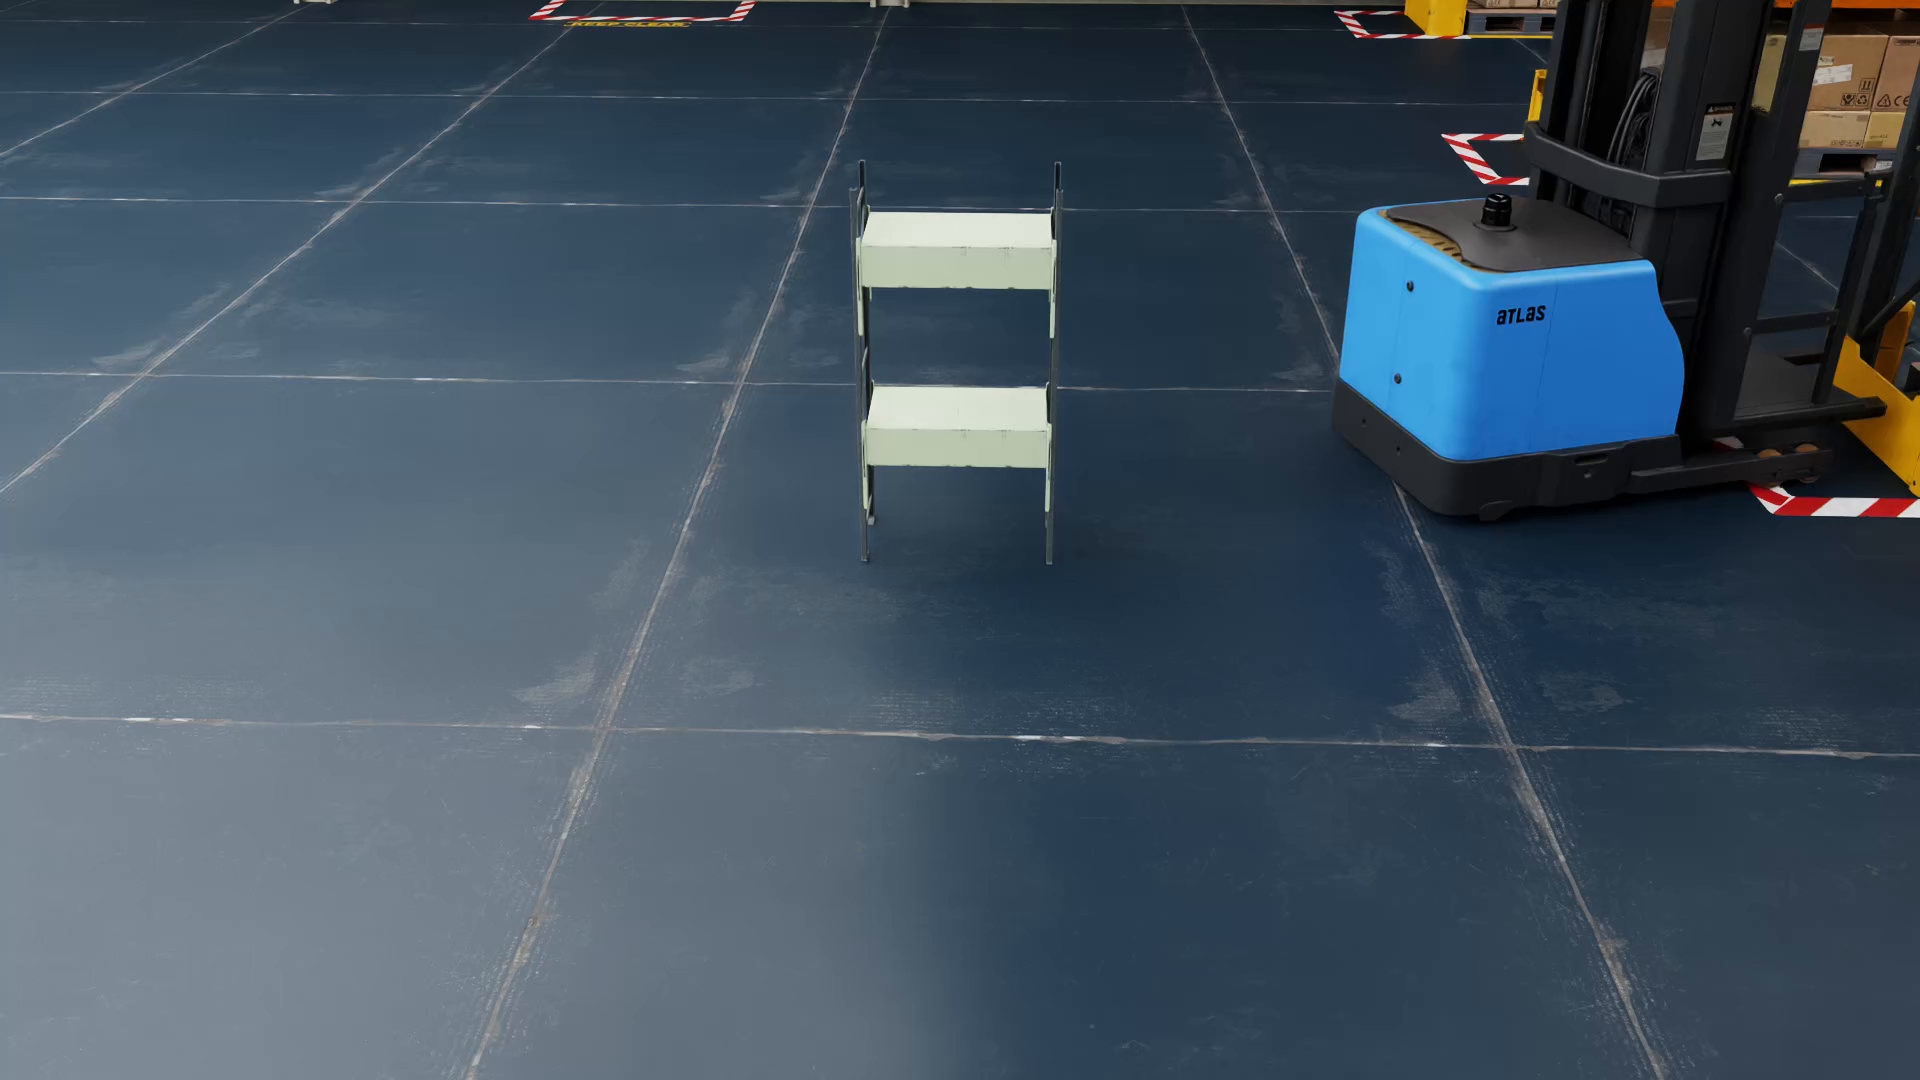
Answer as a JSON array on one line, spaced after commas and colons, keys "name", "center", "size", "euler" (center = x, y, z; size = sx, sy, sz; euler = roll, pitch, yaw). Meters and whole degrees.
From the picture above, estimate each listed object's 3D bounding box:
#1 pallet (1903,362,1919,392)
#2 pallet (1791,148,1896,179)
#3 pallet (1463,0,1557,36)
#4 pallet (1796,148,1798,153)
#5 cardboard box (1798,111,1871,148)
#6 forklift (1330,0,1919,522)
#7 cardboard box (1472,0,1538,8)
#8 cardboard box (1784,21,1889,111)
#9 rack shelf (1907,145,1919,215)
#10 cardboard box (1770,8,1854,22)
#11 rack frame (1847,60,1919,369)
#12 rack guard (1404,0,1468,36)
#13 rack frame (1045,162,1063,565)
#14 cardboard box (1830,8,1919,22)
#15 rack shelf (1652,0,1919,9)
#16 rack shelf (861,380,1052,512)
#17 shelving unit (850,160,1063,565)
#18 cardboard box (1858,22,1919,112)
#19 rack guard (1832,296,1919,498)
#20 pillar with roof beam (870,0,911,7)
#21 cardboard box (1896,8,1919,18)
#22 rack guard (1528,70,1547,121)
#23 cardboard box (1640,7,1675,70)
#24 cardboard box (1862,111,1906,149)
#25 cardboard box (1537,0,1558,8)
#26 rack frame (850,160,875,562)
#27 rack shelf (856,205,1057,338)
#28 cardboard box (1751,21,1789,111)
[{"name": "pallet", "center": [5.089, -0.510, 7.486], "size": [1.213, 0.211, 1.003], "euler": [1, 28, 2]}, {"name": "pallet", "center": [6.360, -2.809, 11.823], "size": [1.213, 0.211, 1.003], "euler": [1, 28, 2]}, {"name": "pallet", "center": [5.436, -5.111, 16.166], "size": [1.213, 0.211, 1.003], "euler": [1, 28, 2]}, {"name": "pallet", "center": [5.144, -2.830, 11.864], "size": [1.213, 0.211, 1.003], "euler": [1, 28, 2]}, {"name": "cardboard box", "center": [5.906, -2.898, 11.502], "size": [0.500, 0.250, 0.500], "euler": [1, 28, 2]}, {"name": "forklift", "center": [3.266, -1.747, 6.916], "size": [3.031, 2.935, 1.130], "euler": [-8, 29, -14]}, {"name": "cardboard box", "center": [5.238, -5.327, 15.997], "size": [0.500, 0.311, 0.500], "euler": [-2, 28, -4]}, {"name": "cardboard box", "center": [5.906, -3.235, 11.336], "size": [0.500, 0.500, 0.500], "euler": [1, 28, 2]}, {"name": "rack shelf", "center": [6.199, -1.386, 6.930], "size": [4.000, 0.370, 1.077], "euler": [1, 28, 2]}, {"name": "cardboard box", "center": [5.925, -3.478, 11.795], "size": [0.500, 0.500, 0.500], "euler": [1, 28, 2]}, {"name": "rack frame", "center": [4.200, -1.737, 6.824], "size": [0.127, 3.000, 1.000], "euler": [1, 28, 2]}, {"name": "rack guard", "center": [4.625, -5.269, 16.155], "size": [0.348, 0.500, 1.175], "euler": [1, 28, 2]}, {"name": "rack frame", "center": [0.359, -0.657, 6.388], "size": [0.023, 1.500, 0.400], "euler": [1, 28, 2]}, {"name": "cardboard box", "center": [6.424, -3.469, 11.779], "size": [0.500, 0.500, 0.500], "euler": [1, 28, 2]}, {"name": "rack shelf", "center": [6.377, -3.705, 11.304], "size": [4.000, 0.370, 1.077], "euler": [1, 28, 2]}, {"name": "rack shelf", "center": [-0.007, -0.375, 6.552], "size": [0.720, 0.370, 0.431], "euler": [1, 28, 2]}, {"name": "shelving unit", "center": [-0.007, -0.663, 6.399], "size": [0.755, 1.500, 0.431], "euler": [1, 28, 2]}, {"name": "cardboard box", "center": [6.405, -3.218, 11.305], "size": [0.500, 0.500, 0.500], "euler": [1, 28, 2]}, {"name": "rack guard", "center": [4.277, -0.653, 7.449], "size": [0.348, 0.500, 1.175], "euler": [1, 28, 2]}, {"name": "pillar with roof beam", "center": [-0.869, -7.502, 11.294], "size": [0.400, 9.000, 9.100], "euler": [1, 28, 2]}, {"name": "cardboard box", "center": [6.924, -3.462, 11.765], "size": [0.500, 0.500, 0.500], "euler": [1, 28, 2]}, {"name": "rack guard", "center": [4.354, -2.951, 11.784], "size": [0.348, 0.500, 1.175], "euler": [1, 28, 2]}, {"name": "cardboard box", "center": [4.925, -3.488, 11.814], "size": [0.500, 0.500, 0.500], "euler": [1, 28, 2]}, {"name": "cardboard box", "center": [6.406, -2.888, 11.482], "size": [0.500, 0.250, 0.500], "euler": [1, 28, 2]}, {"name": "cardboard box", "center": [5.808, -5.318, 15.980], "size": [0.500, 0.311, 0.500], "euler": [3, 28, 6]}, {"name": "rack frame", "center": [-0.372, -0.669, 6.410], "size": [0.023, 1.500, 0.400], "euler": [1, 28, 2]}, {"name": "rack shelf", "center": [-0.007, -1.008, 6.216], "size": [0.720, 0.370, 0.431], "euler": [1, 28, 2]}, {"name": "cardboard box", "center": [5.406, -3.237, 11.341], "size": [0.500, 0.500, 0.500], "euler": [1, 28, 2]}]
